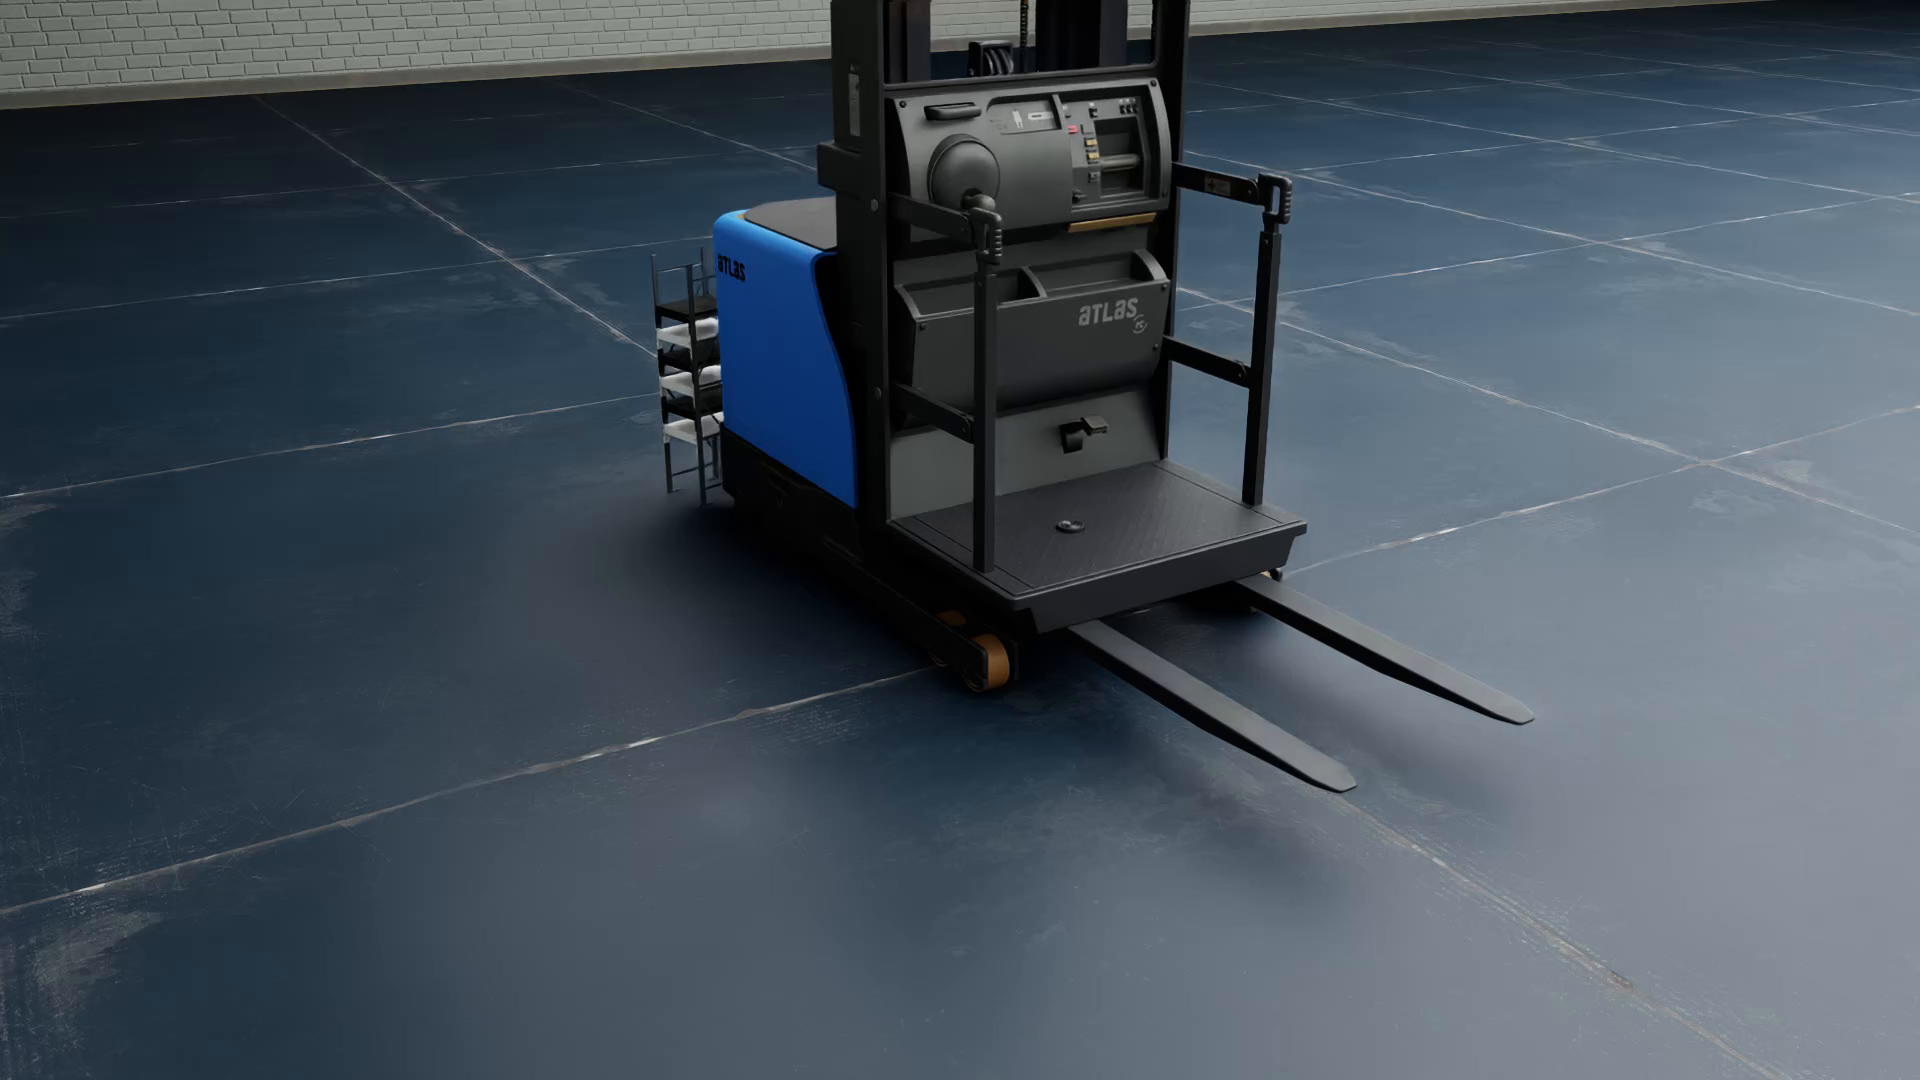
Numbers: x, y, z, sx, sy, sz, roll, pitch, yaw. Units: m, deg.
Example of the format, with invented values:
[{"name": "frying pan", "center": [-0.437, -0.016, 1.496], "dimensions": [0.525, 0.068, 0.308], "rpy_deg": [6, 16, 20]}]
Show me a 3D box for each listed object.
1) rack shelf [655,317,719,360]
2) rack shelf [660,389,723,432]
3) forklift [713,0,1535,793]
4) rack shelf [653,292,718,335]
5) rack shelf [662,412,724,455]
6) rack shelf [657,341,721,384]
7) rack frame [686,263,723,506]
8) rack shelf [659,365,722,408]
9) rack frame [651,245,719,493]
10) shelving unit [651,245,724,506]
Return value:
[{"name": "rack shelf", "center": [-0.940, -0.736, 6.036], "dimensions": [0.200, 0.077, 0.258], "rpy_deg": [20, 29, 40]}, {"name": "rack shelf", "center": [-0.940, -0.486, 6.138], "dimensions": [0.200, 0.077, 0.258], "rpy_deg": [20, 29, 40]}, {"name": "forklift", "center": [0.342, -1.124, 4.685], "dimensions": [1.130, 2.935, 3.031], "rpy_deg": [-13, 26, -30]}, {"name": "rack shelf", "center": [-0.940, -0.819, 6.003], "dimensions": [0.200, 0.077, 0.258], "rpy_deg": [20, 29, 40]}, {"name": "rack shelf", "center": [-0.940, -0.402, 6.172], "dimensions": [0.200, 0.077, 0.258], "rpy_deg": [20, 29, 40]}, {"name": "rack shelf", "center": [-0.940, -0.652, 6.070], "dimensions": [0.200, 0.077, 0.258], "rpy_deg": [20, 29, 40]}, {"name": "rack frame", "center": [-0.867, -0.573, 6.026], "dimensions": [0.006, 0.900, 0.240], "rpy_deg": [20, 29, 40]}, {"name": "rack shelf", "center": [-0.940, -0.569, 6.104], "dimensions": [0.200, 0.077, 0.258], "rpy_deg": [20, 29, 40]}, {"name": "rack frame", "center": [-1.013, -0.626, 6.157], "dimensions": [0.006, 0.900, 0.240], "rpy_deg": [20, 29, 40]}, {"name": "shelving unit", "center": [-0.940, -0.600, 6.092], "dimensions": [0.210, 0.900, 0.258], "rpy_deg": [20, 29, 40]}]
